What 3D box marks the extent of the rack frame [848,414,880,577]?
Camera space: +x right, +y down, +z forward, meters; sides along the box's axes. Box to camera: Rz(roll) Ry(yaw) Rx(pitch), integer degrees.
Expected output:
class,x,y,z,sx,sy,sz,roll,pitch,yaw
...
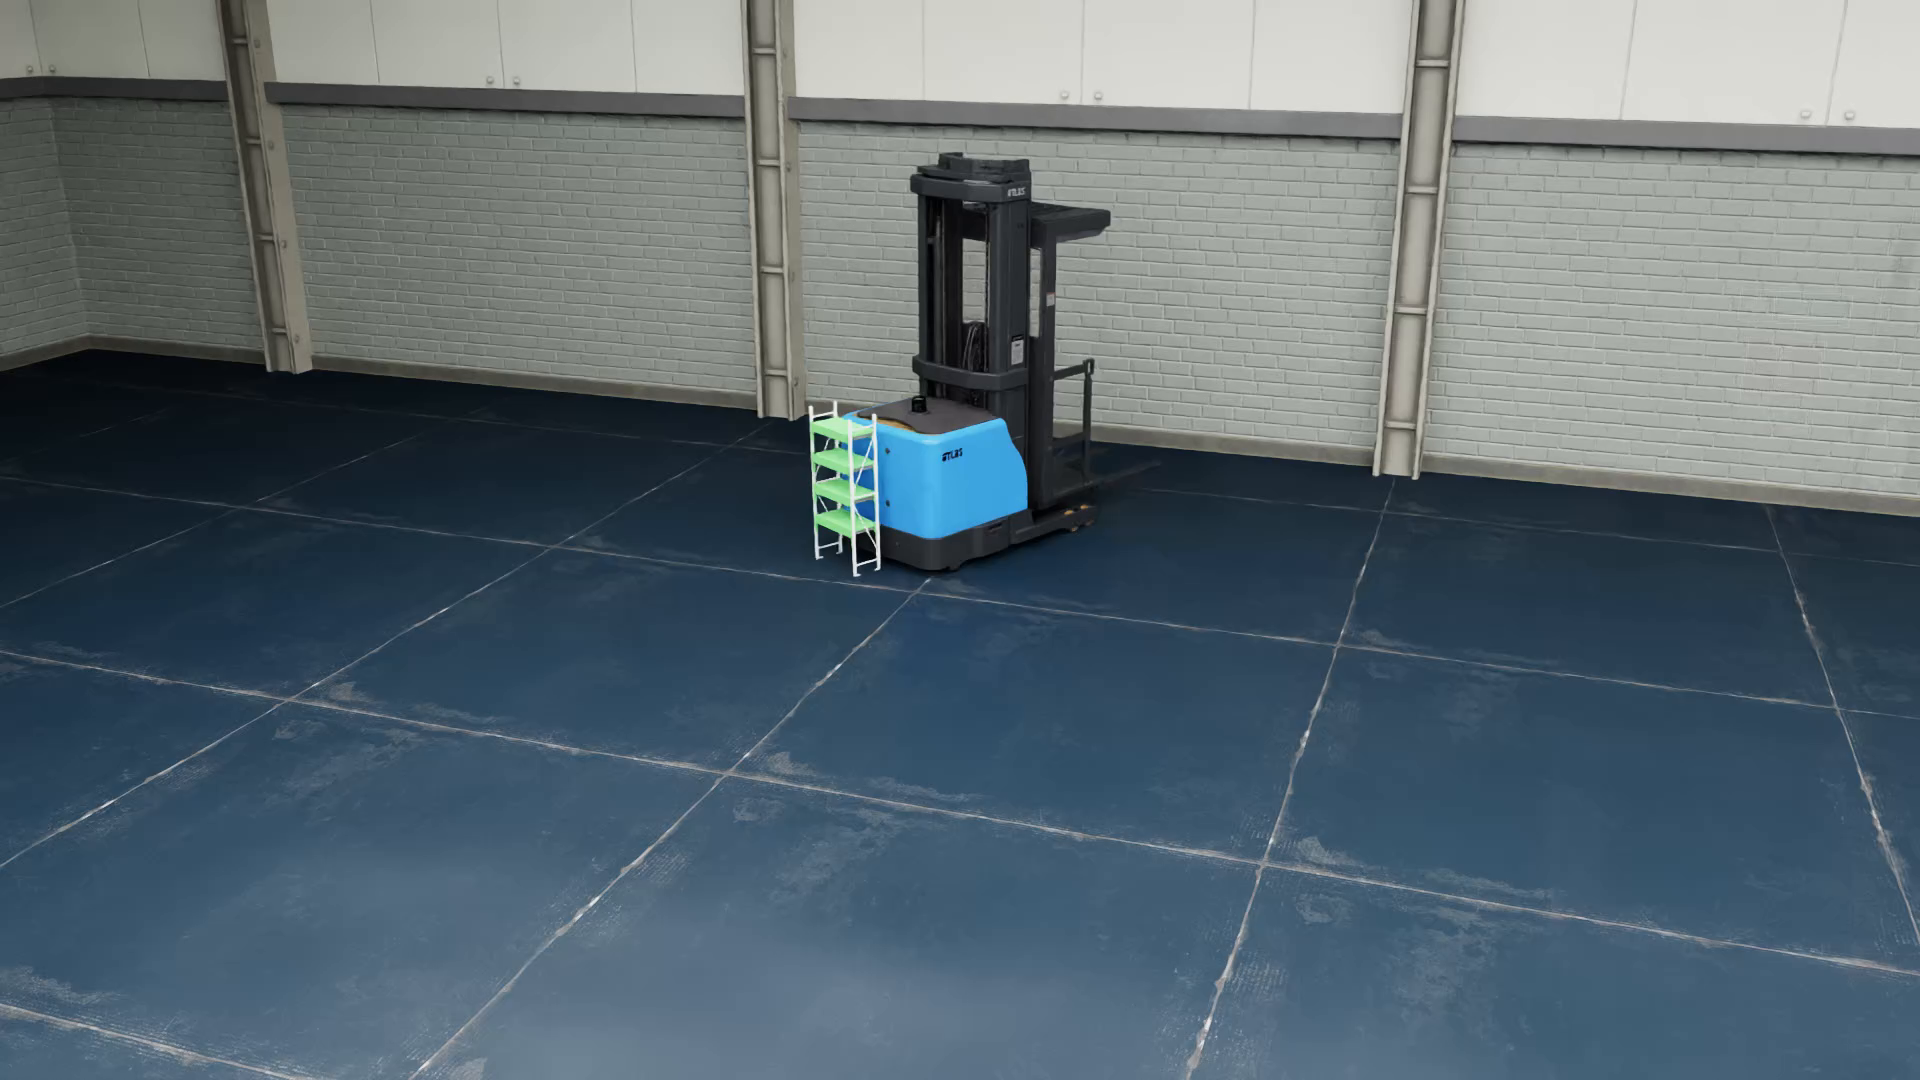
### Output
class,x,y,z,sx,sy,sz,roll,pitch,yaw
rack frame,-0.699,-0.321,12.168,0.240,1.200,0.015,-16,25,-36

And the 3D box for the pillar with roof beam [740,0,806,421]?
class,x,y,z,sx,sy,sz,roll,pitch,yaw
pillar with roof beam,-3.195,-4.157,11.329,0.400,9.000,9.100,7,20,18

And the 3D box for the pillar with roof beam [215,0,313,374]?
class,x,y,z,sx,sy,sz,roll,pitch,yaw
pillar with roof beam,-8.863,-4.805,13.188,0.400,9.000,9.100,7,20,18

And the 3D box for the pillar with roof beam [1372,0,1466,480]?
class,x,y,z,sx,sy,sz,roll,pitch,yaw
pillar with roof beam,2.473,-3.508,9.470,0.400,9.000,9.100,7,20,18

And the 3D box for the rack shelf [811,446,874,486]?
class,x,y,z,sx,sy,sz,roll,pitch,yaw
rack shelf,-0.856,-0.549,12.287,0.258,0.148,0.480,-16,25,-36

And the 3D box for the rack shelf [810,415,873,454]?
class,x,y,z,sx,sy,sz,roll,pitch,yaw
rack shelf,-0.859,-0.775,12.205,0.258,0.148,0.480,-16,25,-36

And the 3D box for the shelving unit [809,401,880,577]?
class,x,y,z,sx,sy,sz,roll,pitch,yaw
shelving unit,-0.854,-0.383,12.346,0.258,1.200,0.503,-16,25,-36

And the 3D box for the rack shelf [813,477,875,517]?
class,x,y,z,sx,sy,sz,roll,pitch,yaw
rack shelf,-0.853,-0.323,12.368,0.258,0.148,0.480,-16,25,-36

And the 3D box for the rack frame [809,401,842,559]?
class,x,y,z,sx,sy,sz,roll,pitch,yaw
rack frame,-1.009,-0.445,12.524,0.240,1.200,0.015,-16,25,-36

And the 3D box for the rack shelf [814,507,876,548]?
class,x,y,z,sx,sy,sz,roll,pitch,yaw
rack shelf,-0.851,-0.097,12.449,0.258,0.148,0.480,-16,25,-36

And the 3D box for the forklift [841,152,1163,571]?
class,x,y,z,sx,sy,sz,roll,pitch,yaw
forklift,0.464,-1.557,13.091,1.130,2.935,3.031,17,26,41
